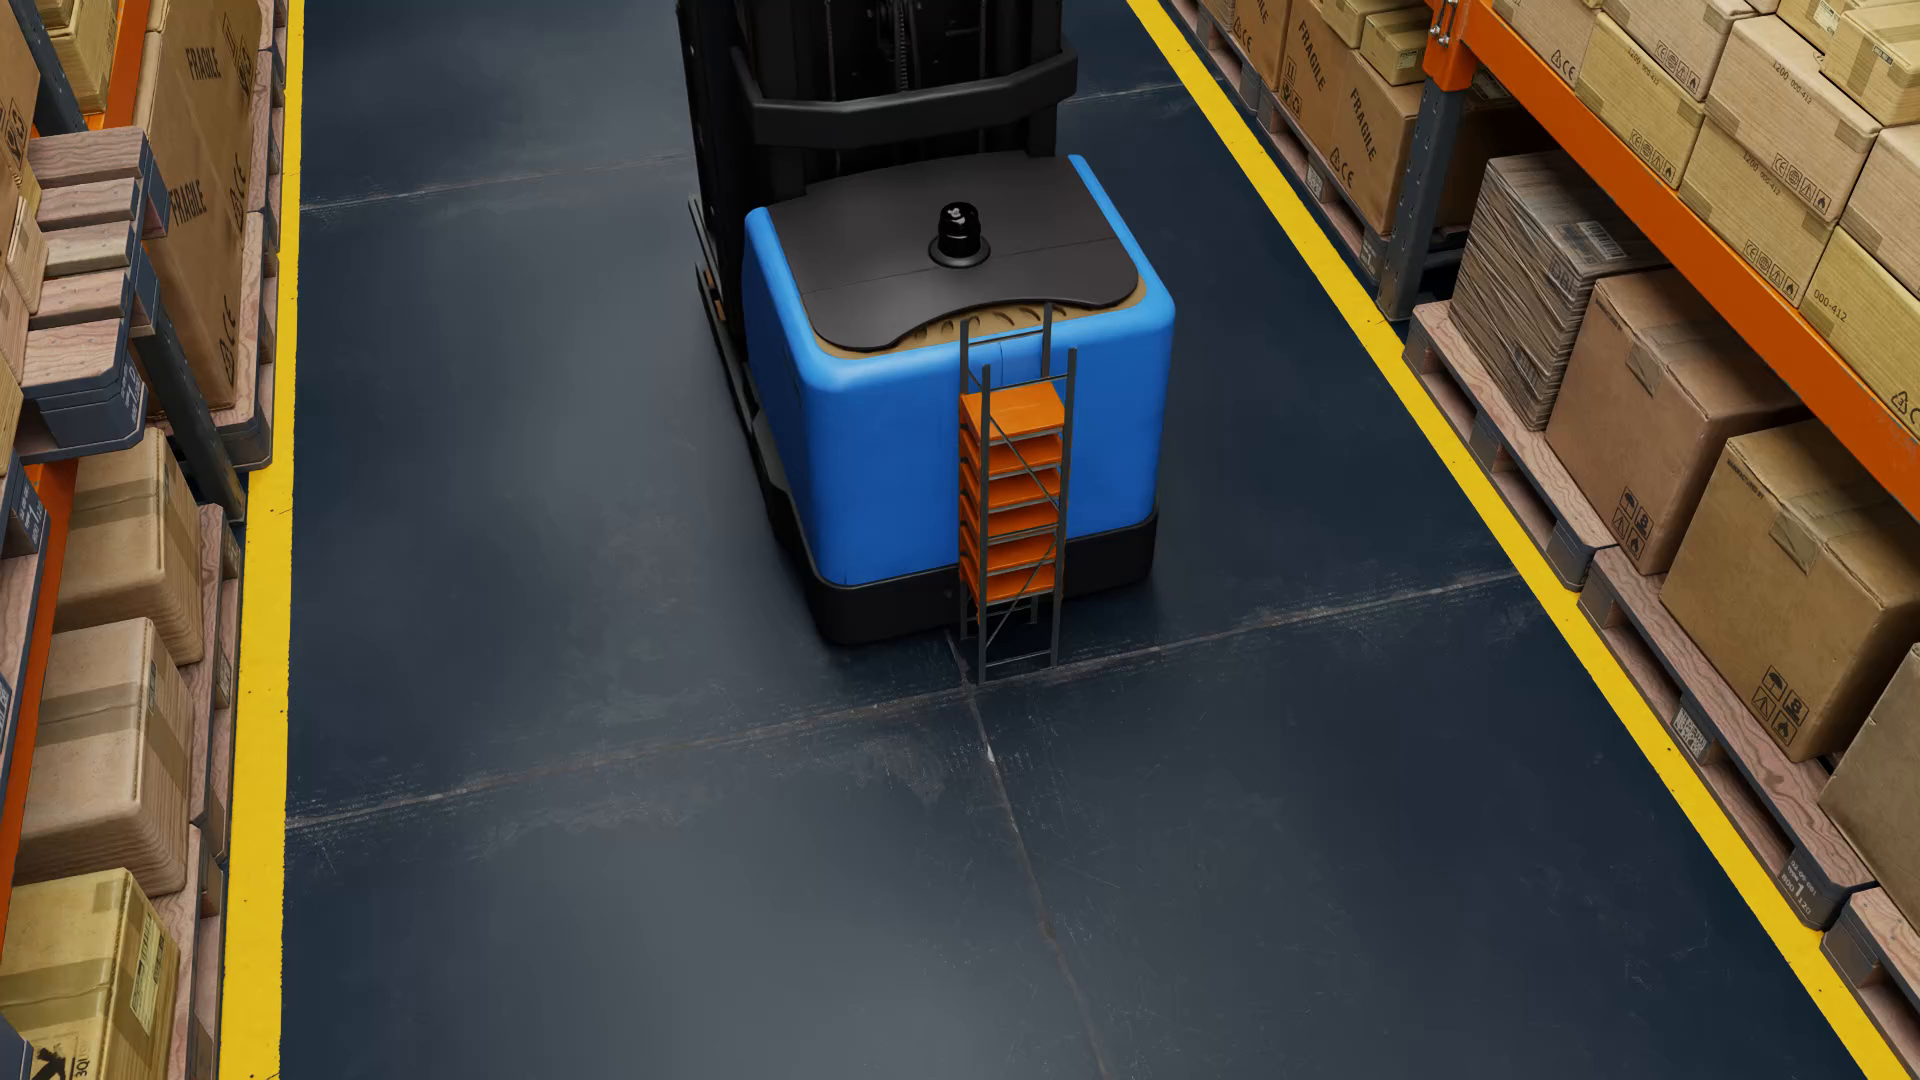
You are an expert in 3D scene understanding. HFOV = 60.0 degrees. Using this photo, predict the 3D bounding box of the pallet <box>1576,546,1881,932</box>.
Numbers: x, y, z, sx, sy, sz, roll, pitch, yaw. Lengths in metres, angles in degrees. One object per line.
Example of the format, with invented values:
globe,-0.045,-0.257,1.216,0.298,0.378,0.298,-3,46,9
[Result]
pallet,2.502,0.429,4.682,1.003,0.211,1.213,-11,47,-10

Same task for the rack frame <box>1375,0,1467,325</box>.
rack frame,2.020,-1.963,5.074,1.000,3.000,0.127,-11,47,-10

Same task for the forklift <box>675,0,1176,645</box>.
forklift,-0.322,-1.794,4.956,1.130,2.935,3.031,-12,47,-12

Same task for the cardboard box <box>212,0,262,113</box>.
cardboard box,-3.327,-2.183,6.482,0.875,0.875,0.875,-9,46,-9

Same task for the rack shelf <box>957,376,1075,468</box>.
rack shelf,0.142,-0.304,4.266,0.258,0.103,0.180,-12,47,-12

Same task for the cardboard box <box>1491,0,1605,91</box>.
cardboard box,1.897,-1.560,4.783,0.500,0.250,0.500,-11,47,-10

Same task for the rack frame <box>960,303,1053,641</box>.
rack frame,0.116,-0.146,4.553,0.240,1.200,0.006,-12,47,-12

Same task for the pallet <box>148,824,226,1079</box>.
pallet,-2.270,1.303,3.825,1.003,0.211,1.213,-11,47,-10

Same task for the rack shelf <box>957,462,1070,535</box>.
rack shelf,0.142,-0.136,4.438,0.258,0.103,0.180,-12,47,-12

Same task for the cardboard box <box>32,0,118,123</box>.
cardboard box,-2.660,-1.385,4.612,0.500,0.250,0.500,-11,47,-11

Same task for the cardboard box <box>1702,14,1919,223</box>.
cardboard box,2.141,-1.024,3.909,0.500,0.250,0.500,-12,47,-11

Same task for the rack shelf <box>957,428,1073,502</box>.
rack shelf,0.142,-0.220,4.352,0.258,0.103,0.180,-12,47,-12

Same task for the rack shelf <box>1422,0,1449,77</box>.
rack shelf,1.508,-3.092,6.684,1.077,0.370,4.000,-11,47,-10

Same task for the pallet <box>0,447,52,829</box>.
pallet,-2.231,0.373,2.918,1.003,0.211,1.213,-11,47,-10

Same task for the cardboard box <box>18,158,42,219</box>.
cardboard box,-2.327,-0.757,3.774,0.380,0.149,0.250,-10,46,-10

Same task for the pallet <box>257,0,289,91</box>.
pallet,-3.531,-2.320,7.376,1.003,0.211,1.213,-11,47,-10

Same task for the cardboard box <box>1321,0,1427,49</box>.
cardboard box,1.549,-1.940,6.053,0.380,0.149,0.250,-13,47,-12

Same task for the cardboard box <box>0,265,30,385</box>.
cardboard box,-2.163,-0.416,3.439,0.380,0.149,0.250,-13,47,-12

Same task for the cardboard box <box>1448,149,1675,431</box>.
cardboard box,2.166,-0.846,5.348,0.875,0.625,0.625,-9,46,-9

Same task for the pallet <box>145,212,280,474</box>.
pallet,-2.906,-0.635,5.725,1.003,0.211,1.213,-11,47,-10

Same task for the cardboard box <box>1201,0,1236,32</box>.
cardboard box,1.298,-2.552,7.106,0.500,0.500,0.500,-12,47,-12

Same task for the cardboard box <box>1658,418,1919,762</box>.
cardboard box,2.514,0.068,4.451,0.875,0.625,0.625,-12,47,-12

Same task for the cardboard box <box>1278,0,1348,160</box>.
cardboard box,1.586,-1.836,6.405,0.500,0.500,0.500,-11,47,-11

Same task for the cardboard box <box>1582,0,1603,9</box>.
cardboard box,1.873,-1.730,4.600,0.500,0.250,0.500,-11,47,-10

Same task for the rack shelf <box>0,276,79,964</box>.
rack shelf,-2.265,0.579,3.086,1.077,0.370,4.000,-11,47,-10

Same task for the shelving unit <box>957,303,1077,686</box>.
shelving unit,0.142,-0.083,4.492,0.258,1.200,0.189,-12,47,-12

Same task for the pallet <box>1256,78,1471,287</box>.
pallet,1.865,-1.510,6.582,1.003,0.211,1.213,-11,47,-10

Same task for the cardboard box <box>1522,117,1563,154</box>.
cardboard box,2.183,-1.578,6.152,0.500,0.500,0.500,-9,46,-9

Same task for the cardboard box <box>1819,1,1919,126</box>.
cardboard box,2.157,-1.062,3.667,0.380,0.149,0.250,-10,46,-9

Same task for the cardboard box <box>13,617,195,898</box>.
cardboard box,-2.446,0.619,4.089,0.950,0.372,0.625,-12,47,-11

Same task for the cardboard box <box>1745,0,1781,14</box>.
cardboard box,2.056,-1.417,4.014,0.380,0.149,0.250,-10,46,-10

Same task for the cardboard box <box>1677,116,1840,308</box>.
cardboard box,2.160,-0.857,4.095,0.500,0.250,0.500,-12,47,-12

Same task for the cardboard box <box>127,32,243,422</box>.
cardboard box,-2.874,-0.949,5.273,0.875,0.875,0.875,-11,47,-11

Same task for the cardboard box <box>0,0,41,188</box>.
cardboard box,-2.392,-1.076,3.632,0.500,0.500,0.500,-12,47,-11
